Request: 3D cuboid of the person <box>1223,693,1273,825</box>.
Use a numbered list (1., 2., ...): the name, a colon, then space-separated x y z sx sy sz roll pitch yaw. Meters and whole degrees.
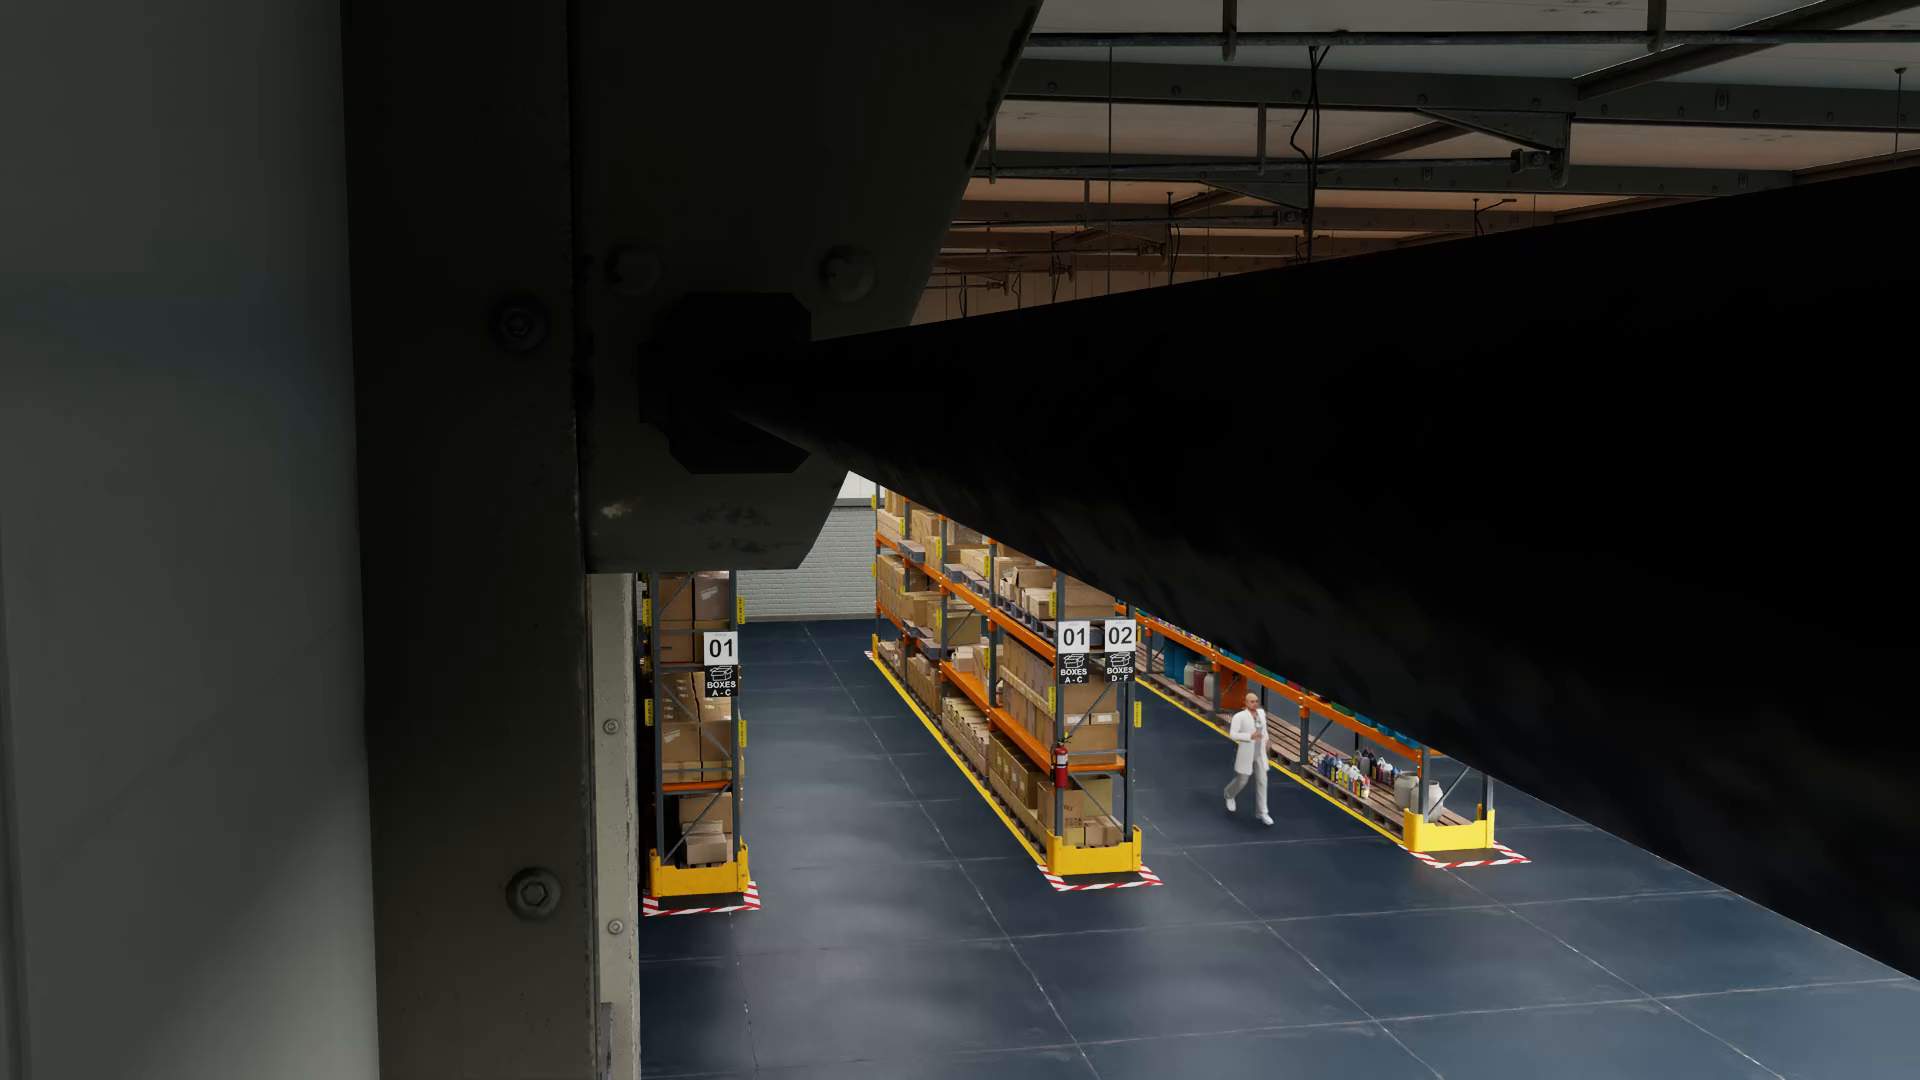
1. person: 4.073 3.018 23.354 0.720 1.763 1.063 -2 6 -22
